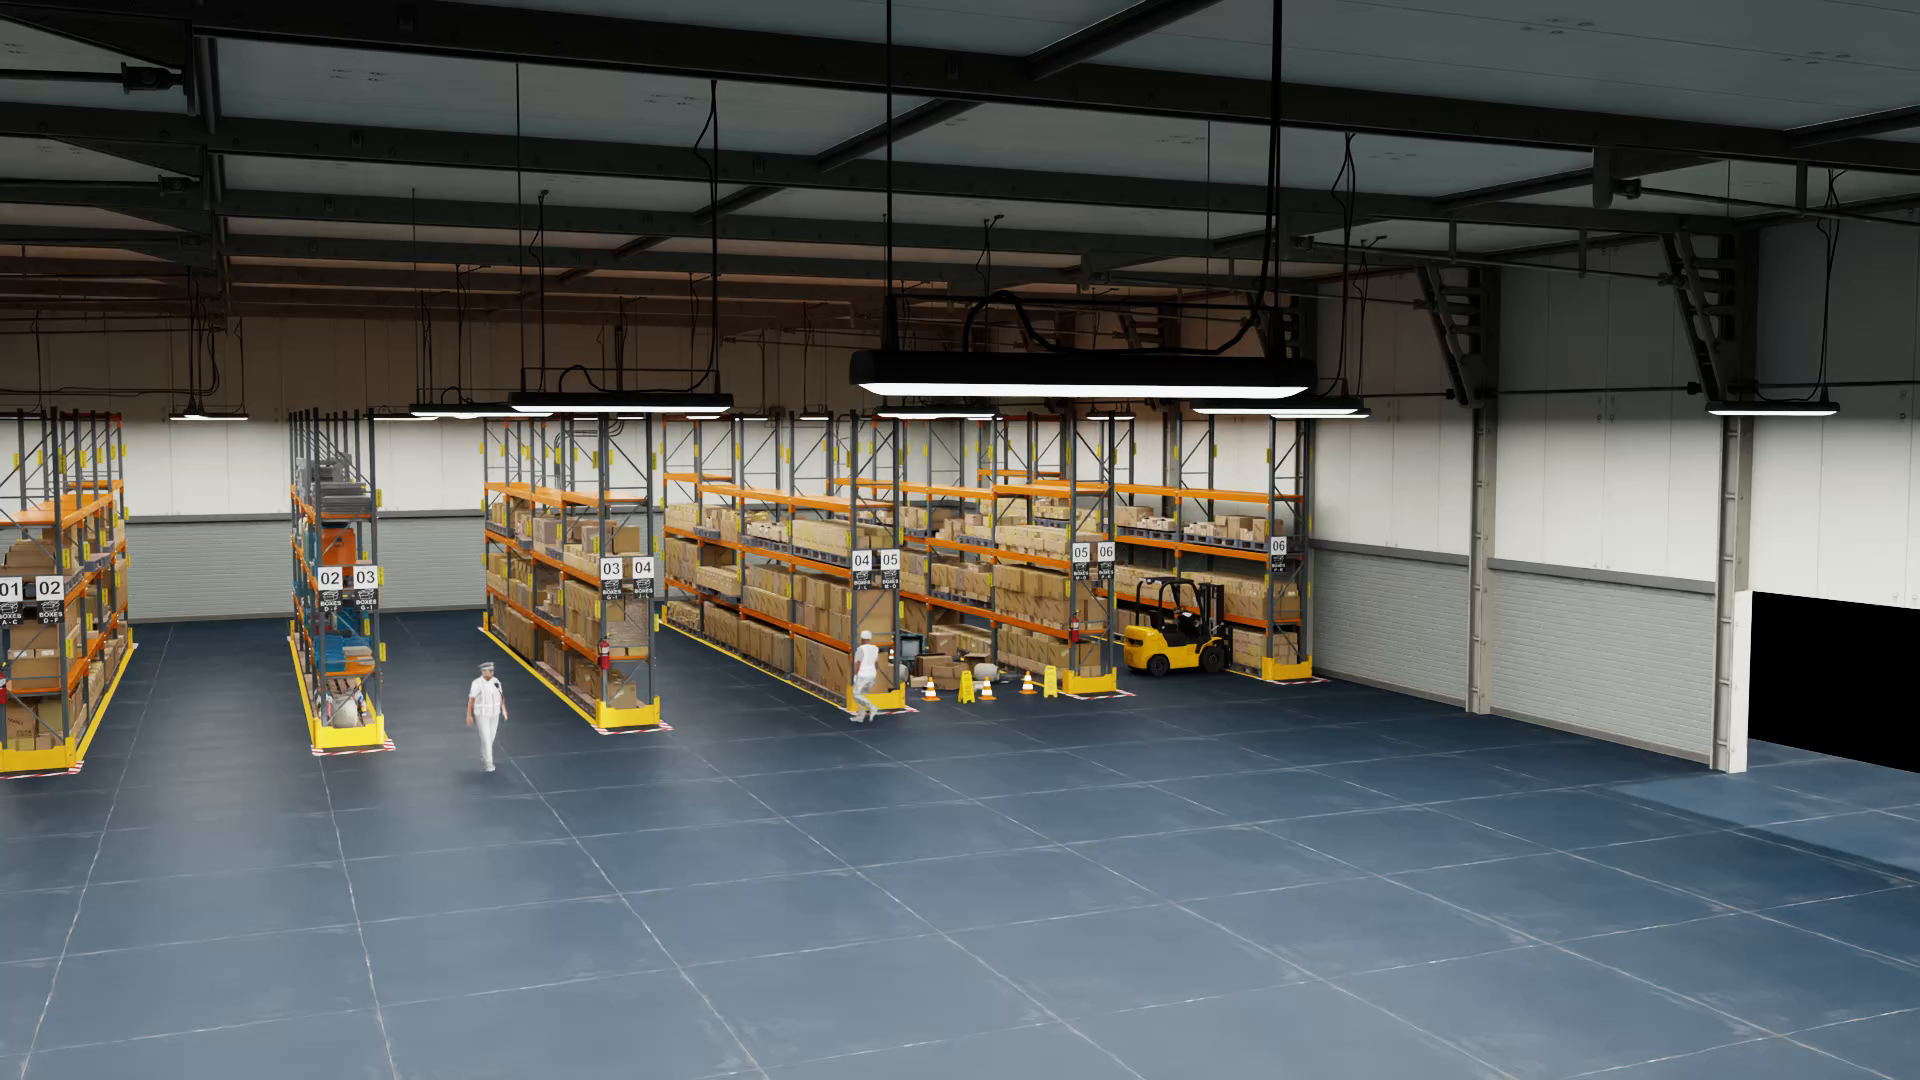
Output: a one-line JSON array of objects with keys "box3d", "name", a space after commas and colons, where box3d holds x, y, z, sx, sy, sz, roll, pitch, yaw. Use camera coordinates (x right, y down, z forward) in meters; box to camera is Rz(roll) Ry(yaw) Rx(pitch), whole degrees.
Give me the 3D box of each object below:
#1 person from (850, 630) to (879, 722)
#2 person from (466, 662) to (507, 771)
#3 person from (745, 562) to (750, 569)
[{"box3d": [-1.805, 2.609, 31.768, 0.747, 1.774, 0.599, 3, 5, 34], "name": "person"}, {"box3d": [-7.843, 2.900, 27.712, 0.853, 1.733, 0.589, 3, 5, 39], "name": "person"}, {"box3d": [-6.113, 1.508, 48.079, 0.624, 1.707, 0.678, -3, 5, -39], "name": "person"}]
